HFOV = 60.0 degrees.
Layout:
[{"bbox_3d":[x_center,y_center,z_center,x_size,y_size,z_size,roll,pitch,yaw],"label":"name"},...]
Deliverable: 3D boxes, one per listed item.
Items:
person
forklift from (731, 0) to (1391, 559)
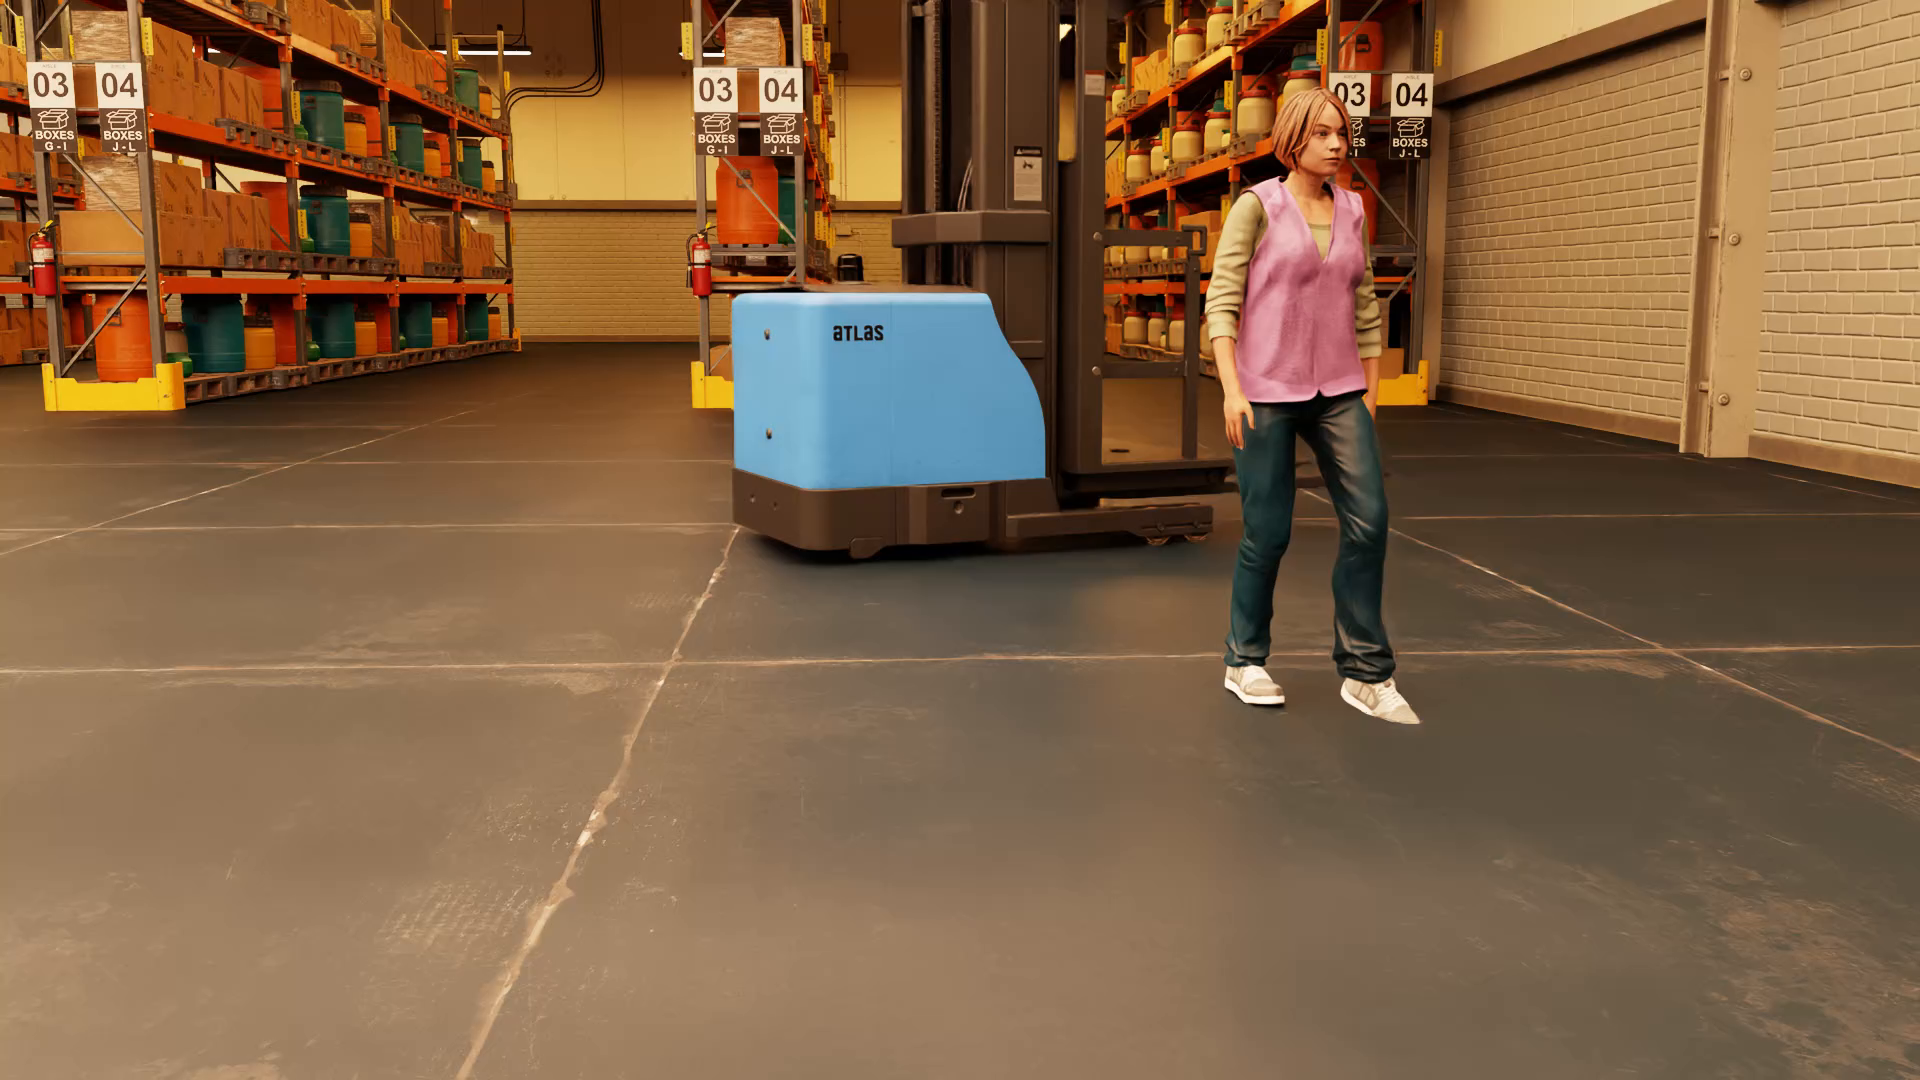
[{"bbox_3d":[0.885,-0.327,4.257,0.497,1.625,0.499,-2,9,-14],"label":"person"},{"bbox_3d":[0.547,-1.496,7.409,3.031,2.935,1.130,-4,9,-25],"label":"forklift"}]
